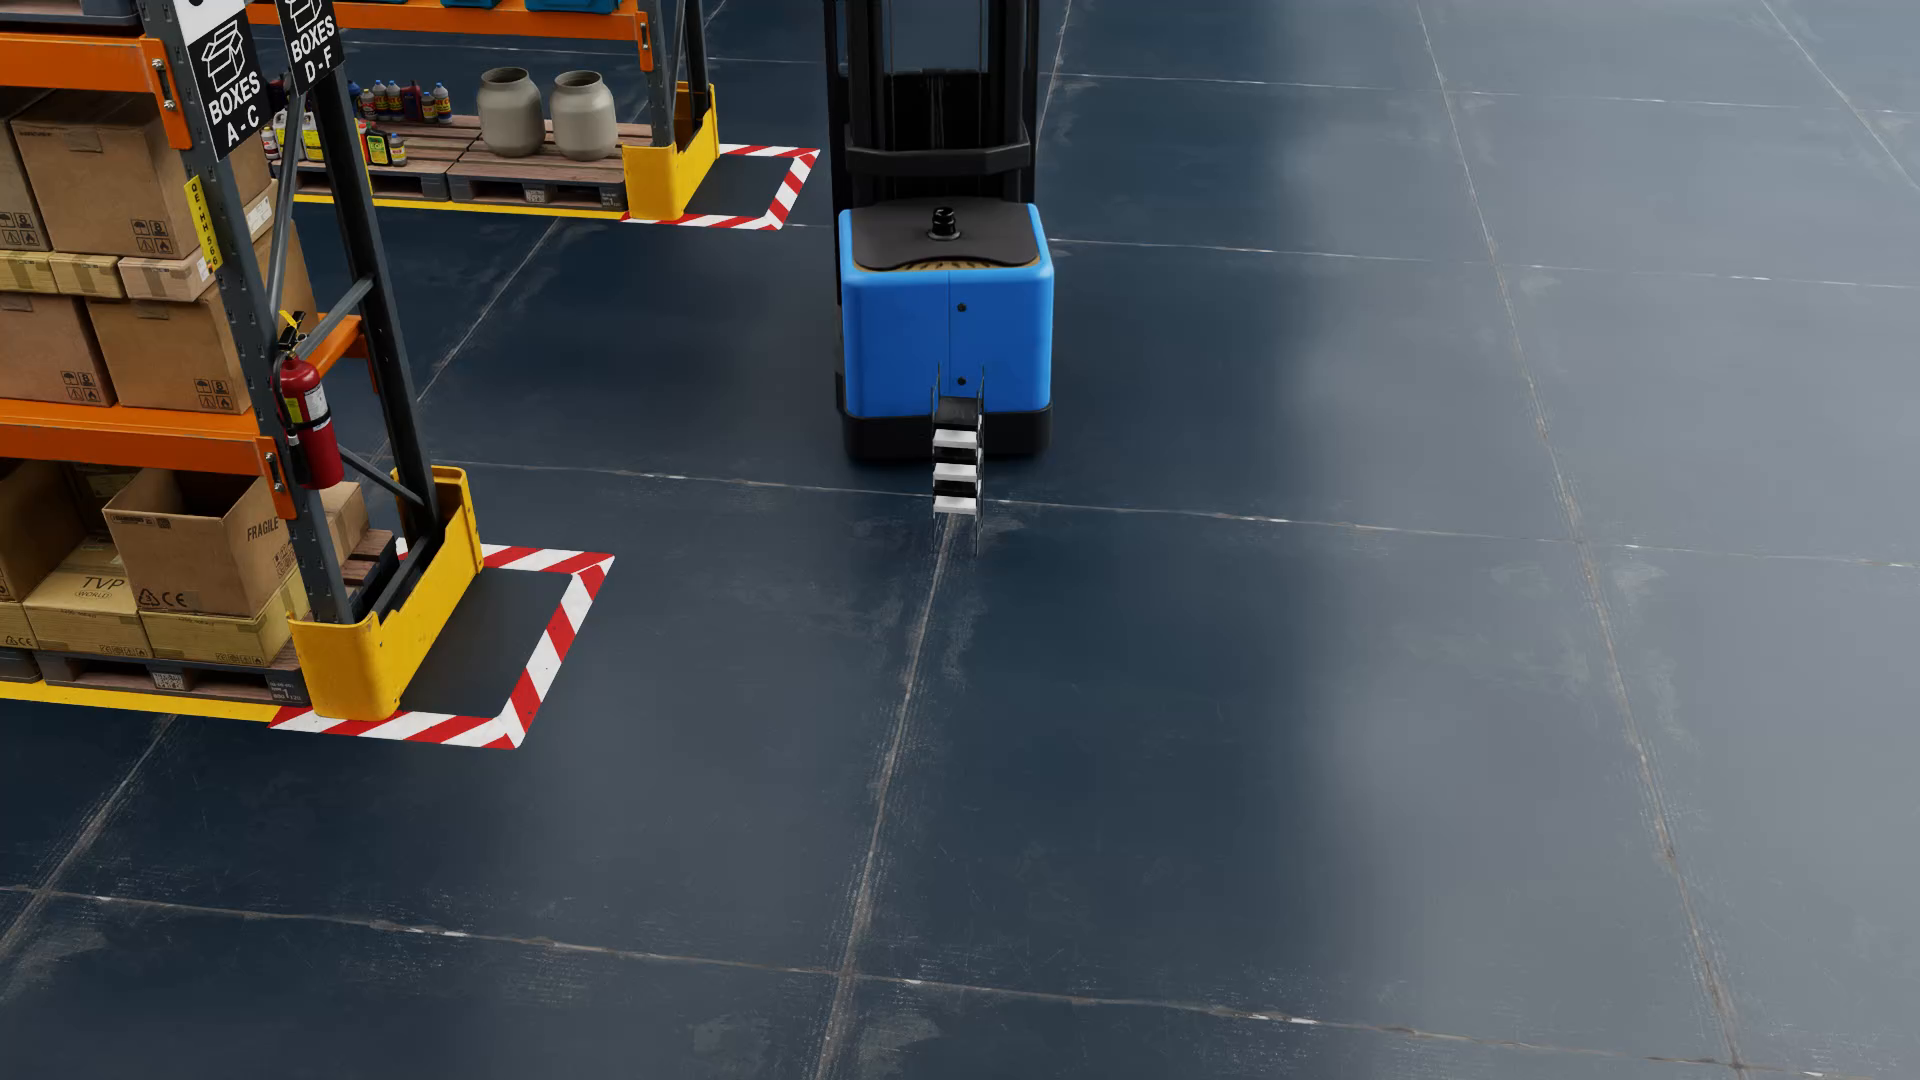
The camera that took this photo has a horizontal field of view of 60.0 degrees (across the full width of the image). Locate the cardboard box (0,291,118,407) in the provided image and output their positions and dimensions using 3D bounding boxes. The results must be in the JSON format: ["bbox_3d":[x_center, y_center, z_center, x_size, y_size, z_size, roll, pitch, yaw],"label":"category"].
[{"bbox_3d":[-3.470,-0.934,6.578,0.500,0.500,0.700,5,36,7],"label":"cardboard box"}]

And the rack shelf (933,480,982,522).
[{"bbox_3d":[-0.008,-0.193,7.801,0.200,0.077,0.258,4,36,6],"label":"rack shelf"}]

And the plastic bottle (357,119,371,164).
[{"bbox_3d":[-3.977,-2.657,11.044,0.135,0.276,0.152,5,36,6],"label":"plastic bottle"}]

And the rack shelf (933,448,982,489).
[{"bbox_3d":[-0.008,-0.340,7.697,0.200,0.077,0.258,4,36,6],"label":"rack shelf"}]

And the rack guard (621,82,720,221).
[{"bbox_3d":[-1.934,-2.630,11.192,0.348,0.500,1.175,4,36,6],"label":"rack guard"}]

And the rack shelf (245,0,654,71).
[{"bbox_3d":[-3.837,-3.524,10.913,4.000,0.370,1.077,4,36,6],"label":"rack shelf"}]

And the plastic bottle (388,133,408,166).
[{"bbox_3d":[-3.730,-2.592,11.018,0.097,0.201,0.097,0,36,0],"label":"plastic bottle"}]

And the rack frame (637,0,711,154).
[{"bbox_3d":[-1.853,-3.669,10.496,0.127,3.000,1.000,4,36,6],"label":"rack frame"}]

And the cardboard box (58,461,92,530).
[{"bbox_3d":[-3.985,-0.405,7.284,0.500,0.500,0.500,4,36,6],"label":"cardboard box"}]

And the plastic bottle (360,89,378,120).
[{"bbox_3d":[-4.149,-3.063,11.677,0.097,0.201,0.097,0,36,0],"label":"plastic bottle"}]

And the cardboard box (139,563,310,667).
[{"bbox_3d":[-3.057,0.264,6.991,0.500,0.250,0.500,4,36,6],"label":"cardboard box"}]

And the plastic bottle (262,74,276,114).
[{"bbox_3d":[-4.955,-3.170,11.699,0.185,0.351,0.144,3,36,4],"label":"plastic bottle"}]

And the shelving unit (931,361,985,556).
[{"bbox_3d":[-0.008,-0.367,7.677,0.210,0.900,0.258,4,36,6],"label":"shelving unit"}]

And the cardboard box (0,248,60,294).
[{"bbox_3d":[-3.404,-1.076,6.218,0.250,0.149,0.380,4,36,5],"label":"cardboard box"}]

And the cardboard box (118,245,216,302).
[{"bbox_3d":[-2.891,-1.038,6.166,0.250,0.149,0.380,4,36,5],"label":"cardboard box"}]

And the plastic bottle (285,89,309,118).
[{"bbox_3d":[-4.622,-3.058,11.599,0.133,0.283,0.061,4,36,6],"label":"plastic bottle"}]

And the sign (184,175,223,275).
[{"bbox_3d":[-2.570,-1.071,5.656,0.005,0.325,0.100,4,36,6],"label":"sign"}]

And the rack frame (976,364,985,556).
[{"bbox_3d":[0.093,-0.359,7.667,0.006,0.900,0.240,4,36,6],"label":"rack frame"}]

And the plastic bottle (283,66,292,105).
[{"bbox_3d":[-4.634,-3.146,11.665,0.185,0.351,0.144,4,36,6],"label":"plastic bottle"}]

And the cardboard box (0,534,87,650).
[{"bbox_3d":[-4.051,0.198,7.084,0.500,0.250,0.500,4,36,6],"label":"cardboard box"}]

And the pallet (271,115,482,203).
[{"bbox_3d":[-3.946,-2.667,11.493,1.213,0.211,1.003,4,36,6],"label":"pallet"}]

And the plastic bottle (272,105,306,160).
[{"bbox_3d":[-4.464,-2.721,11.070,0.185,0.351,0.144,4,36,6],"label":"plastic bottle"}]

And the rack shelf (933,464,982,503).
[{"bbox_3d":[-0.008,-0.267,7.749,0.200,0.077,0.258,4,36,6],"label":"rack shelf"}]

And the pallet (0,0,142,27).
[{"bbox_3d":[-3.186,-2.067,5.746,1.213,0.211,1.003,4,36,6],"label":"pallet"}]

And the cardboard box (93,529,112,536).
[{"bbox_3d":[-3.488,-0.070,7.458,0.500,0.250,0.500,4,36,6],"label":"cardboard box"}]

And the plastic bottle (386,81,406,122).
[{"bbox_3d":[-3.952,-3.076,11.636,0.097,0.271,0.097,0,36,0],"label":"plastic bottle"}]

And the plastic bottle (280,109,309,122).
[{"bbox_3d":[-4.470,-2.778,11.214,0.135,0.276,0.152,4,36,6],"label":"plastic bottle"}]

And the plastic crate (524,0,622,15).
[{"bbox_3d":[-2.387,-3.473,10.350,0.616,0.251,0.499,4,36,6],"label":"plastic crate"}]

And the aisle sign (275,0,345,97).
[{"bbox_3d":[-2.383,-2.045,5.983,0.004,0.787,0.394,4,36,6],"label":"aisle sign"}]

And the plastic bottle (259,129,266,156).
[{"bbox_3d":[-4.727,-2.689,11.083,0.133,0.283,0.061,6,36,8],"label":"plastic bottle"}]

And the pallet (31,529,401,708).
[{"bbox_3d":[-3.251,0.287,7.353,1.213,0.211,1.003,4,36,6],"label":"pallet"}]

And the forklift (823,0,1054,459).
[{"bbox_3d":[-0.163,-2.437,8.829,1.130,2.935,3.031,-3,36,-4],"label":"forklift"}]

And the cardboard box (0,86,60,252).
[{"bbox_3d":[-3.524,-1.465,6.206,0.500,0.500,0.700,3,36,5],"label":"cardboard box"}]

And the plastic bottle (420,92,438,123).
[{"bbox_3d":[-3.714,-3.030,11.632,0.097,0.201,0.097,0,36,0],"label":"plastic bottle"}]

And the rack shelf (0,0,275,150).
[{"bbox_3d":[-4.471,-1.891,6.043,4.000,0.370,1.077,4,36,6],"label":"rack shelf"}]

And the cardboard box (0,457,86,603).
[{"bbox_3d":[-4.051,-0.106,6.864,0.500,0.500,0.500,4,36,6],"label":"cardboard box"}]

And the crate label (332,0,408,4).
[{"bbox_3d":[-3.713,-3.664,10.458,0.616,0.435,0.502,4,36,6],"label":"crate label"}]

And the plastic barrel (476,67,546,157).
[{"bbox_3d":[-3.013,-2.869,11.155,0.421,0.512,0.421,0,36,0],"label":"plastic barrel"}]
